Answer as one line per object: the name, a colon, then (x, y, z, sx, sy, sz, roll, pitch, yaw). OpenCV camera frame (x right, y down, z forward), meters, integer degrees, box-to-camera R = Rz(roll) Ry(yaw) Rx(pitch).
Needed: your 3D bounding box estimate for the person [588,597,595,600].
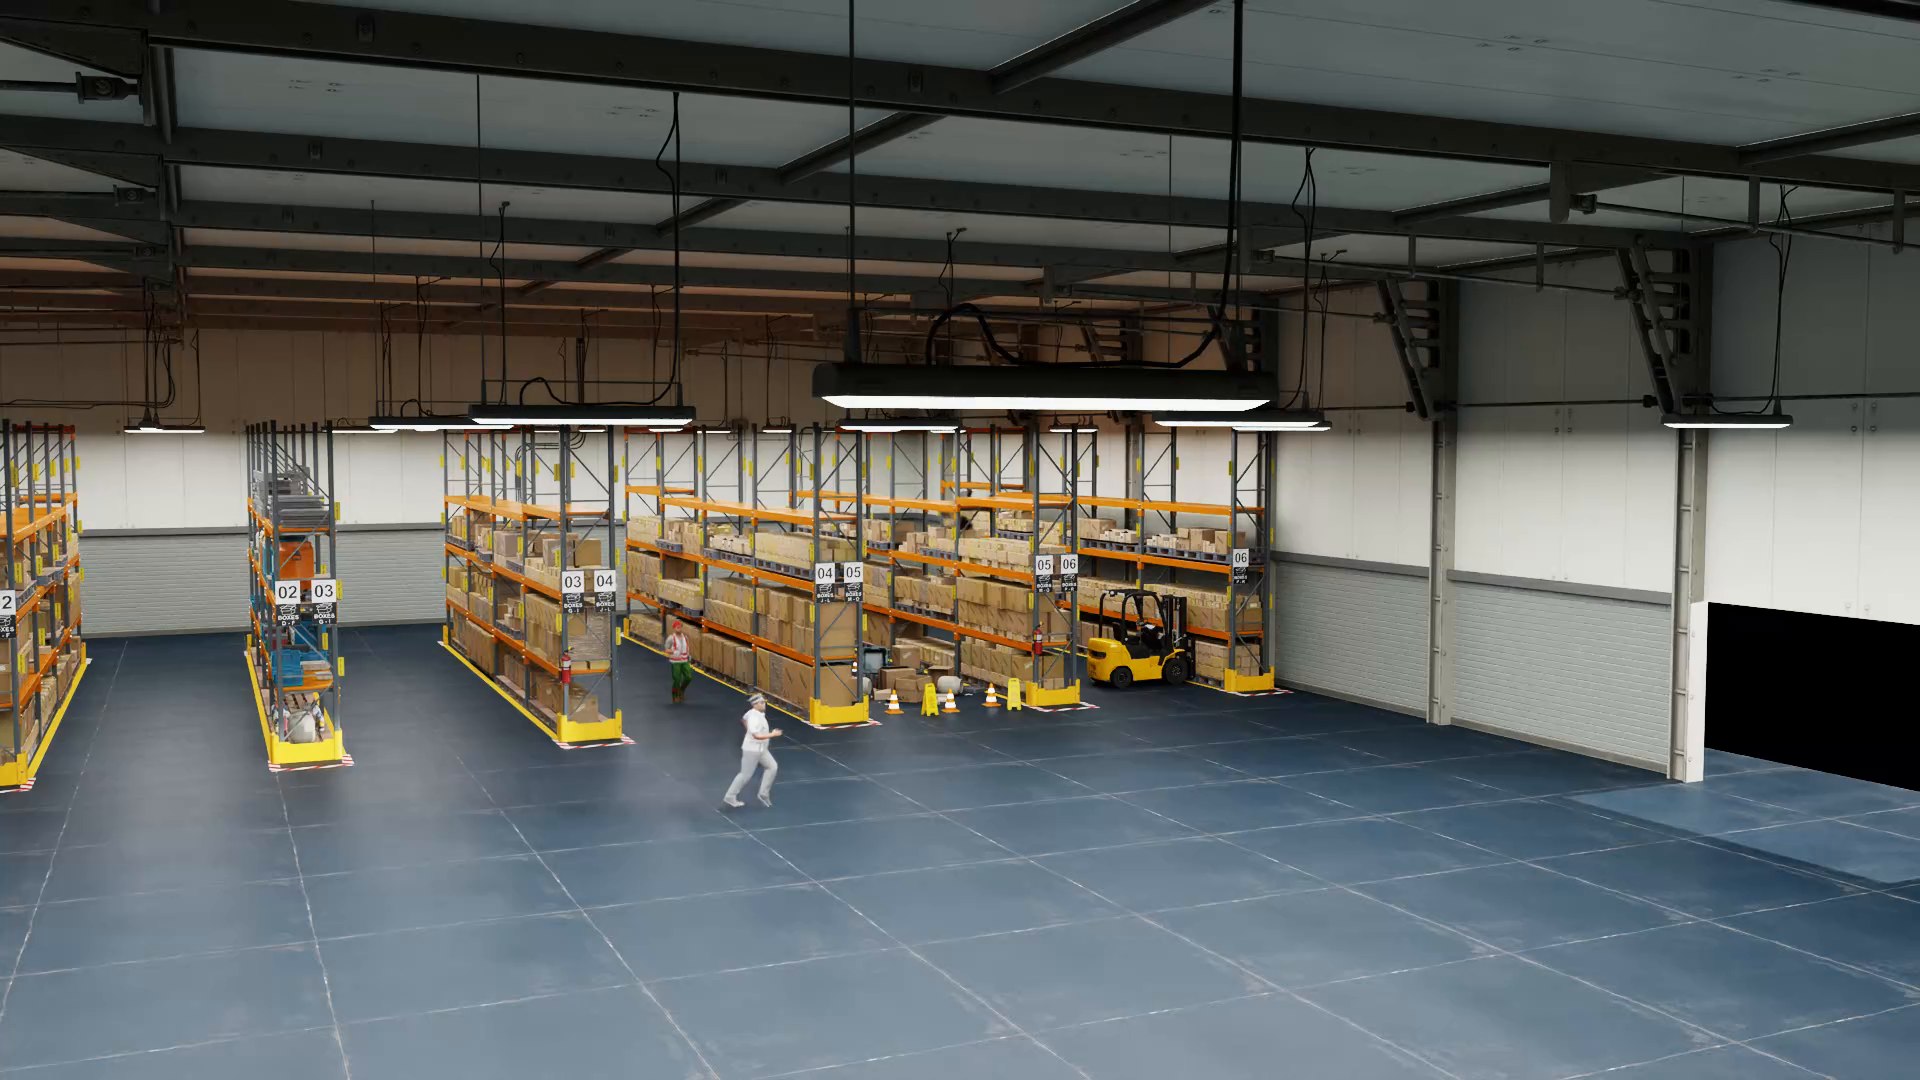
person: (-10.126, 1.992, 45.731, 0.694, 1.782, 0.927, -1, 4, -21)

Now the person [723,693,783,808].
person: (-3.161, 3.251, 25.547, 0.911, 1.826, 0.672, 0, 4, 4)

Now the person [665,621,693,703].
person: (-5.959, 2.614, 35.496, 0.639, 1.756, 0.609, -3, 4, -37)
